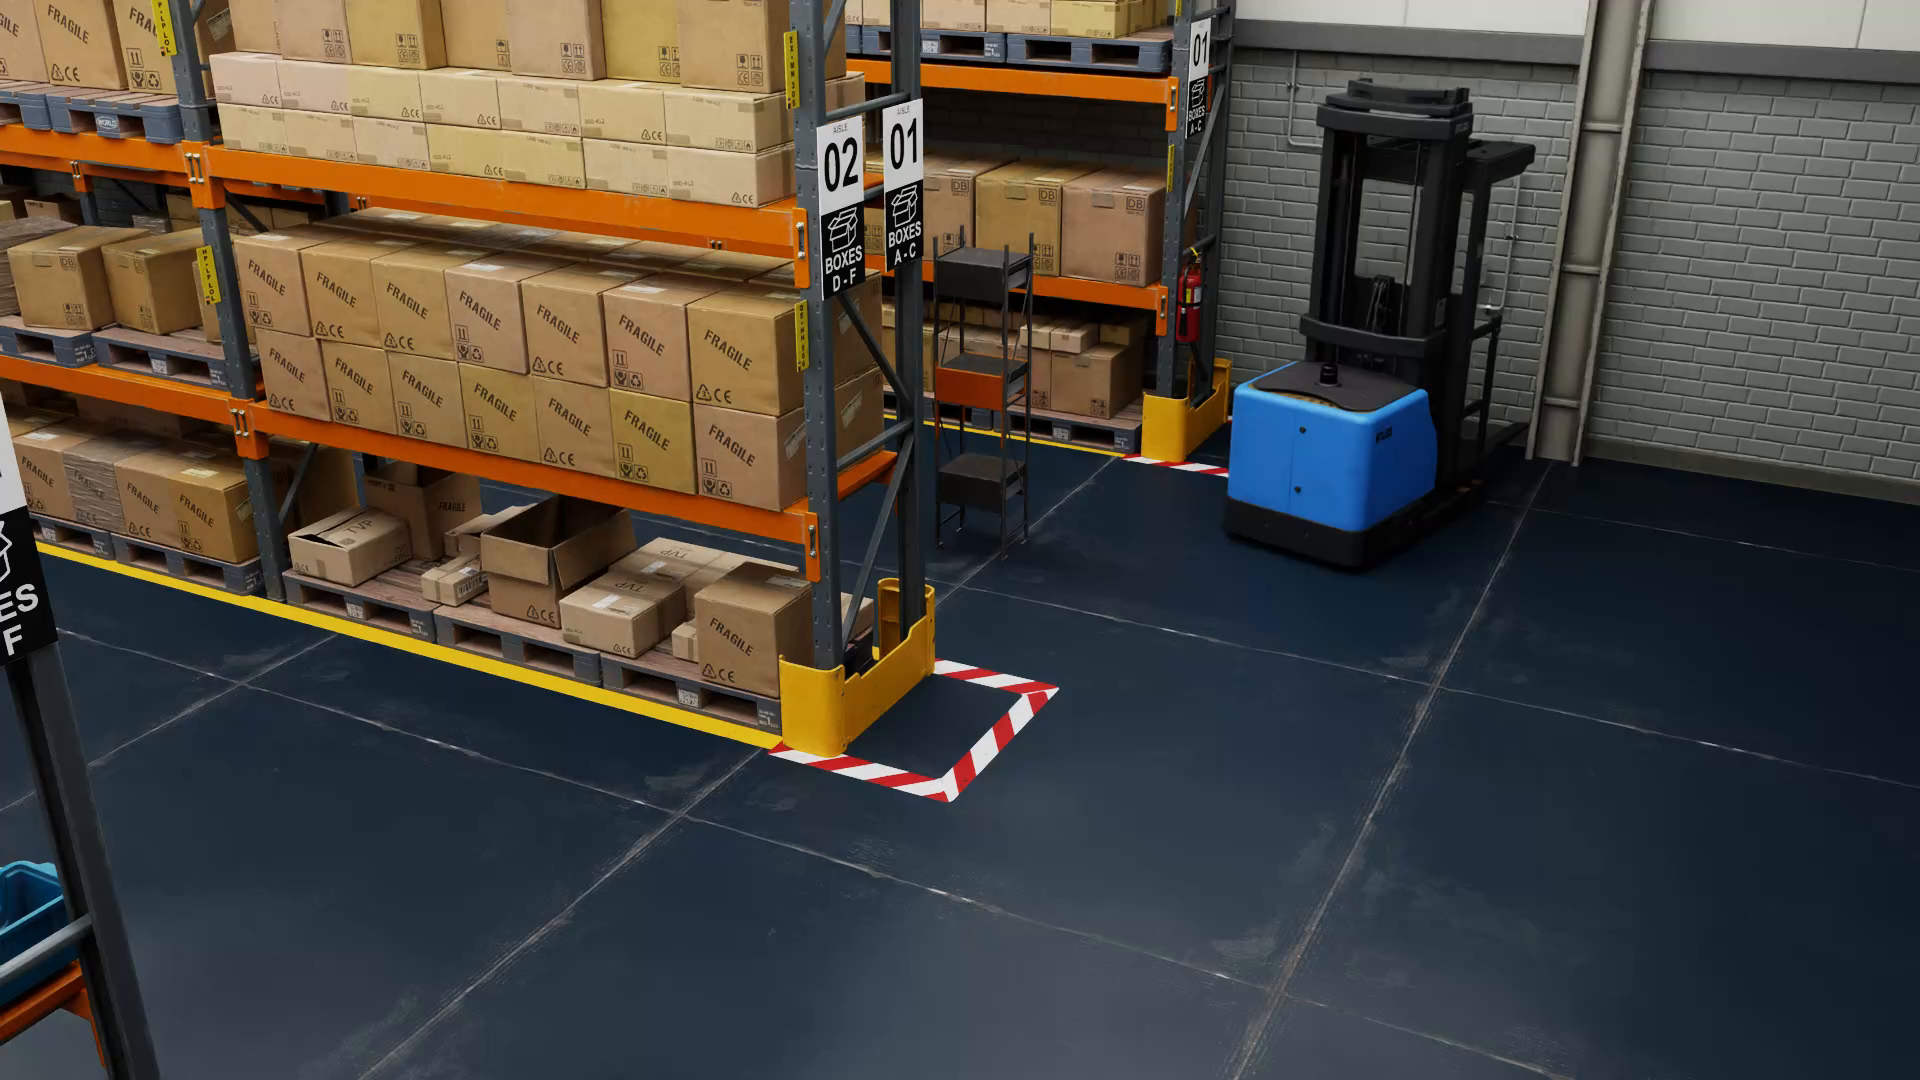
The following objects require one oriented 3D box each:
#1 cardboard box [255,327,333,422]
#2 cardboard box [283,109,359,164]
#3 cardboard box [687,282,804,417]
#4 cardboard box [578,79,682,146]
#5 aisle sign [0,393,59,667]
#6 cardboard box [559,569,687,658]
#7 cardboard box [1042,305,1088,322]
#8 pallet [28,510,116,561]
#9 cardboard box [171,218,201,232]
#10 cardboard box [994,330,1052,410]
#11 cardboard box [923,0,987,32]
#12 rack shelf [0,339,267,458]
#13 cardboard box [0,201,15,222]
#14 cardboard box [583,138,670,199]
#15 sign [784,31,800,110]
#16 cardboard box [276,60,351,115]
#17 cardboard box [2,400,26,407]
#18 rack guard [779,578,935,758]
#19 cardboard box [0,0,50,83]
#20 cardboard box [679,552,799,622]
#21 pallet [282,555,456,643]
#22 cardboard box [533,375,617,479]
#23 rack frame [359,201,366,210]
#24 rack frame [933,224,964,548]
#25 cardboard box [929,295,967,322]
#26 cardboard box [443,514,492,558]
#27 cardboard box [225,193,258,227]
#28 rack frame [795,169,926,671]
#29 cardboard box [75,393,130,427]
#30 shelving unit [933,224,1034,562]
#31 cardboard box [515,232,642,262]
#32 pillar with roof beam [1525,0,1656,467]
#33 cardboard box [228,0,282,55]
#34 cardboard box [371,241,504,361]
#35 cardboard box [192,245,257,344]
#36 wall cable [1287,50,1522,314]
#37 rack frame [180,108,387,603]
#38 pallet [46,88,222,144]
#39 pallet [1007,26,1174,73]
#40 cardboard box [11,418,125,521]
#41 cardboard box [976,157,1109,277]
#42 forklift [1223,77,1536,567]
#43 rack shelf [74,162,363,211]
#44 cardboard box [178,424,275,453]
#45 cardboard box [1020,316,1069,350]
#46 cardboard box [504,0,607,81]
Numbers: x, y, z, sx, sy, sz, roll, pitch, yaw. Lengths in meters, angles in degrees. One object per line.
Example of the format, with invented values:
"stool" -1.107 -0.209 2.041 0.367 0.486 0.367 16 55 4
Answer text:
"cardboard box" -3.707 -1.032 9.717 0.500 0.500 0.500 12 26 26
"cardboard box" -3.273 -2.221 8.998 0.500 0.250 0.500 11 25 25
"cardboard box" -0.991 -0.954 8.255 0.500 0.500 0.500 11 25 24
"cardboard box" -1.490 -2.096 8.067 0.500 0.250 0.500 11 25 25
"aisle sign" -2.510 -0.023 4.150 0.004 0.787 0.394 11 25 25
"cardboard box" -1.900 0.409 9.406 0.500 0.250 0.500 11 25 25
"cardboard box" 0.842 -1.763 13.391 0.250 0.149 0.380 11 26 25
"pallet" -5.875 -0.234 11.530 1.213 0.211 1.003 11 25 25
"cardboard box" -7.799 -3.169 17.501 0.500 0.500 0.700 11 25 24
"cardboard box" 0.646 -1.416 13.404 0.500 0.500 0.700 11 25 24
"cardboard box" 0.057 -3.965 12.435 0.500 0.250 0.500 10 25 23
"rack shelf" -5.824 -1.194 11.143 4.000 0.370 1.077 11 25 25
"cardboard box" -6.996 -2.045 11.562 0.500 0.500 0.700 3 23 7
"cardboard box" -1.488 -1.867 8.167 0.500 0.250 0.500 11 25 25
"sign" -0.738 -2.063 7.303 0.005 0.325 0.100 11 25 25
"cardboard box" -3.271 -2.453 8.904 0.500 0.250 0.500 11 25 25
"cardboard box" -6.669 -0.847 12.040 0.500 0.500 0.500 12 26 27
"rack guard" -0.538 0.672 9.032 0.348 0.500 1.175 11 25 25
"cardboard box" -5.647 -3.186 10.285 0.600 0.600 0.600 10 25 22
"cardboard box" -1.273 0.314 9.629 0.500 0.250 0.500 11 25 25
"pallet" -3.427 0.233 10.432 1.213 0.211 1.003 11 25 25
"cardboard box" -1.900 -0.676 8.878 0.500 0.500 0.500 11 26 25
"rack frame" -5.377 -3.609 15.903 0.127 3.000 1.000 11 25 25
"rack frame" -0.070 -0.980 10.872 0.015 2.100 0.400 11 25 25
"cardboard box" -0.064 -1.942 13.812 0.250 0.149 0.380 11 25 24
"cardboard box" -3.041 -0.015 10.534 0.250 0.149 0.380 11 25 25
"cardboard box" -7.422 -3.421 17.135 0.500 0.250 0.500 10 25 23
"rack frame" -0.470 -0.465 8.511 0.127 3.000 1.000 11 25 25
"cardboard box" -5.701 -1.004 11.452 0.500 0.250 0.500 11 25 24
"shelving unit" 0.148 -0.937 10.770 0.503 2.100 0.431 11 25 25
"cardboard box" -2.115 -1.411 9.329 0.500 0.500 0.500 11 25 24
"pillar with roof beam" 2.619 -3.279 7.461 0.400 9.000 9.100 11 25 25
"cardboard box" -3.588 -2.986 9.199 0.500 0.500 0.700 11 25 25
"cardboard box" -2.827 -1.314 9.102 0.500 0.500 0.500 10 25 23
"cardboard box" -4.361 -1.573 10.451 0.500 0.500 0.700 3 23 7
"wall cable" 3.332 -2.768 12.627 1.851 1.984 0.084 11 25 25
"rack frame" -4.039 -1.172 10.172 0.127 3.000 1.000 11 25 25
"pallet" -4.590 -2.605 9.950 1.003 0.211 1.213 11 25 25
"pallet" 1.095 -3.663 12.311 1.213 0.211 1.003 11 25 25
"cardboard box" -5.949 -0.479 11.175 0.500 0.500 0.500 10 25 23
"cardboard box" 0.648 -2.545 13.019 0.700 0.700 0.980 11 25 24
"forklift" 3.127 -1.676 11.446 1.130 2.935 3.031 19 29 37
"rack shelf" -7.162 -3.631 16.874 4.000 0.370 1.077 11 25 25
"cardboard box" -4.842 -0.485 11.188 0.500 0.500 0.500 12 26 25
"cardboard box" 0.667 -1.630 13.079 0.250 0.149 0.380 12 26 26
"cardboard box" -1.838 -2.605 8.305 0.500 0.500 0.700 11 25 25
